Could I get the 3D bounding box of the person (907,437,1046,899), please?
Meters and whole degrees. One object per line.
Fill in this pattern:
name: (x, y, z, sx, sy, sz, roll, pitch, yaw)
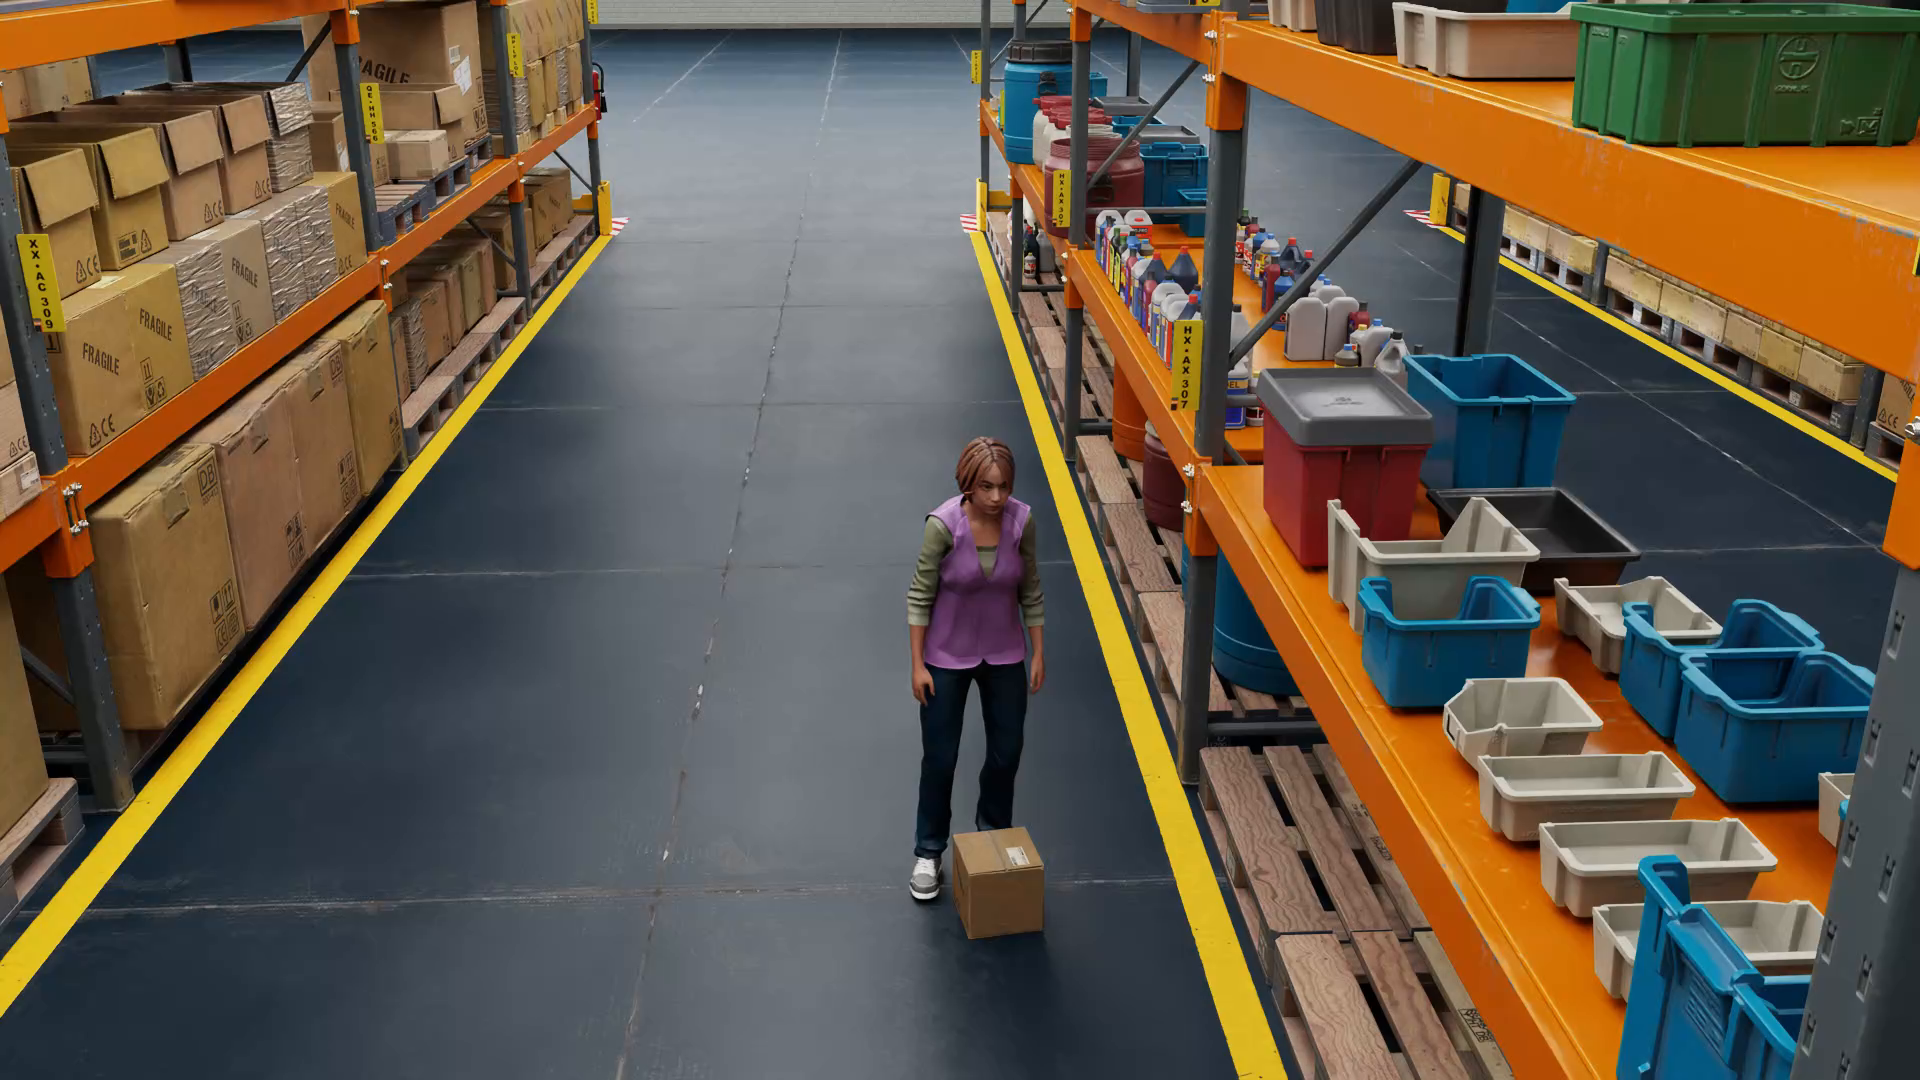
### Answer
person: (0.049, 0.412, 5.504, 0.486, 1.593, 0.341, -5, 21, -13)
